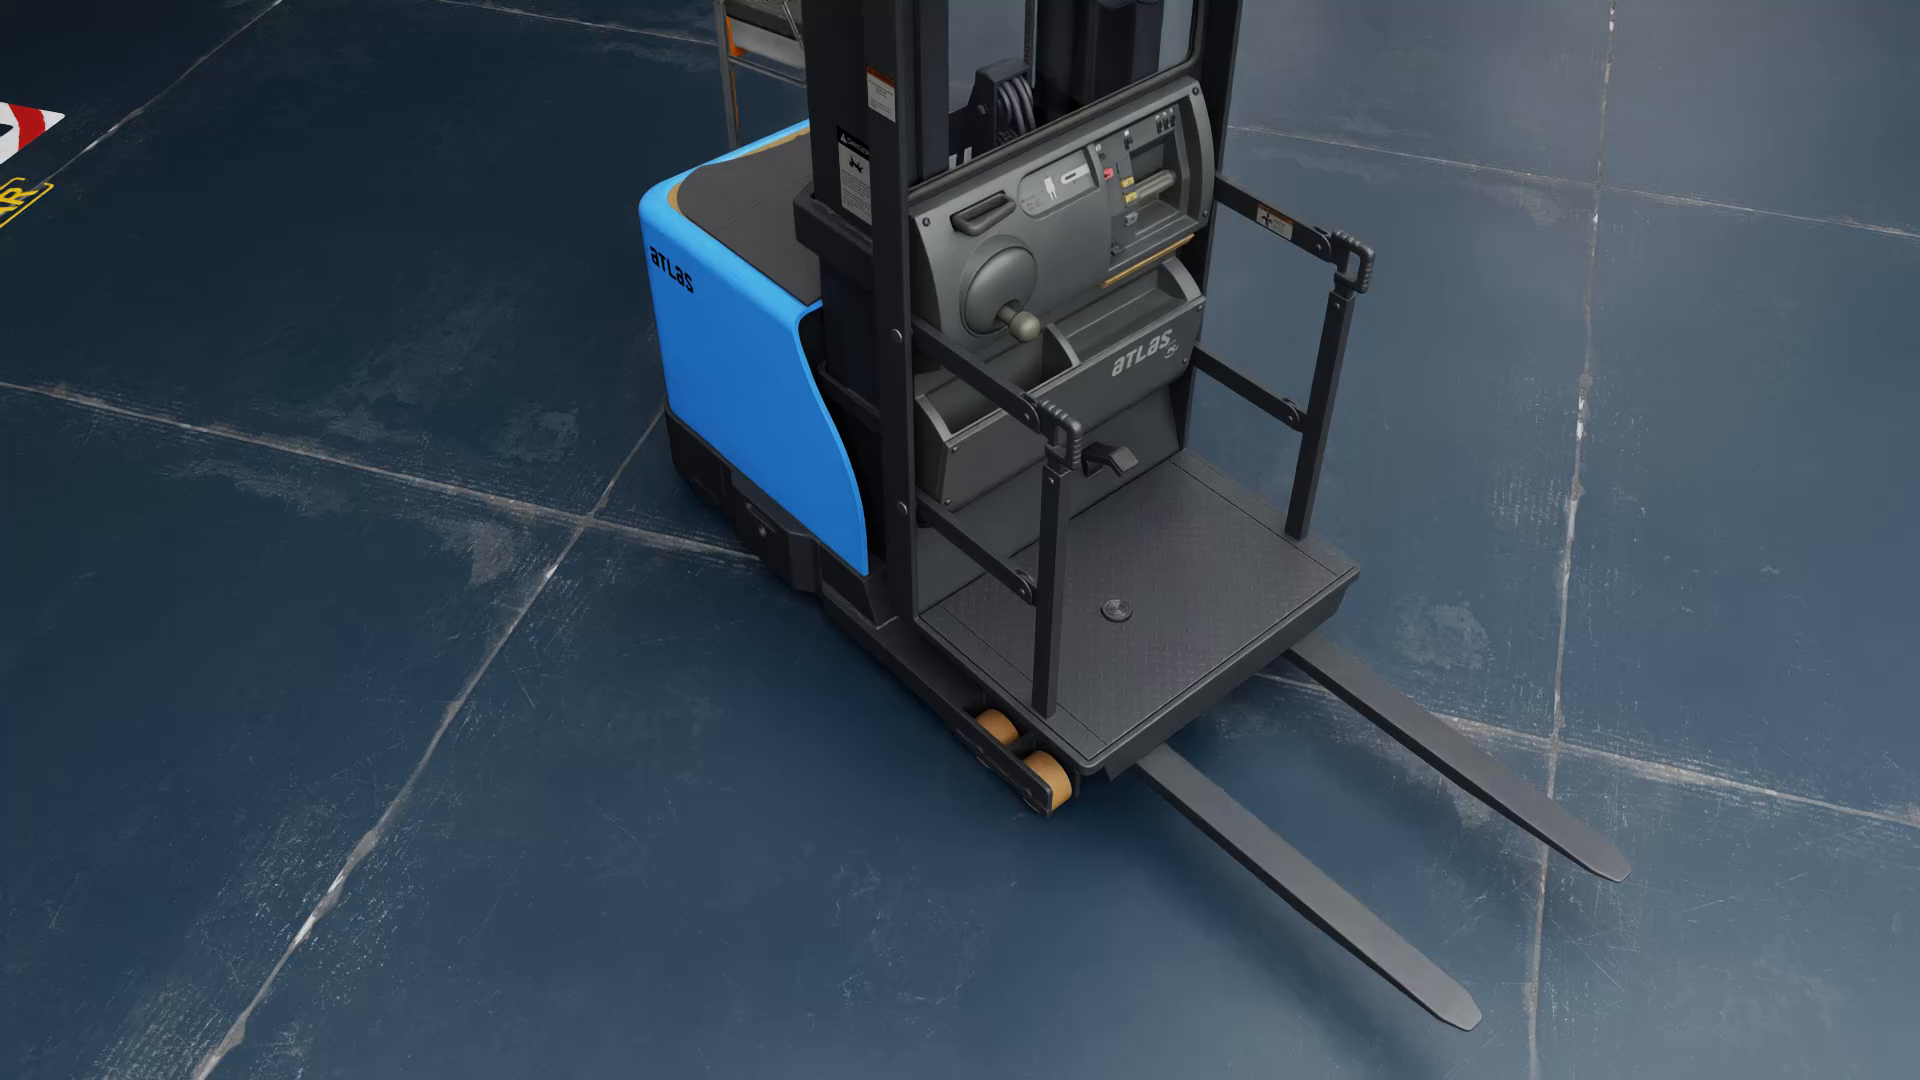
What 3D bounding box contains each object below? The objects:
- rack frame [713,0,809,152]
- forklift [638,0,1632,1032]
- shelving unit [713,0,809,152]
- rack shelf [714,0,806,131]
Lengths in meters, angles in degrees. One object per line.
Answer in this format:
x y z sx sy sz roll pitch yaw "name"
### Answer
-0.602 -1.472 5.246 0.400 2.100 0.015 26 50 25 "rack frame"
0.412 -0.718 3.888 1.130 2.935 3.031 -31 52 -28 "forklift"
-0.462 -1.610 5.390 0.431 2.100 0.503 26 50 25 "shelving unit"
-0.462 -1.601 5.399 0.431 0.518 0.480 26 50 25 "rack shelf"
